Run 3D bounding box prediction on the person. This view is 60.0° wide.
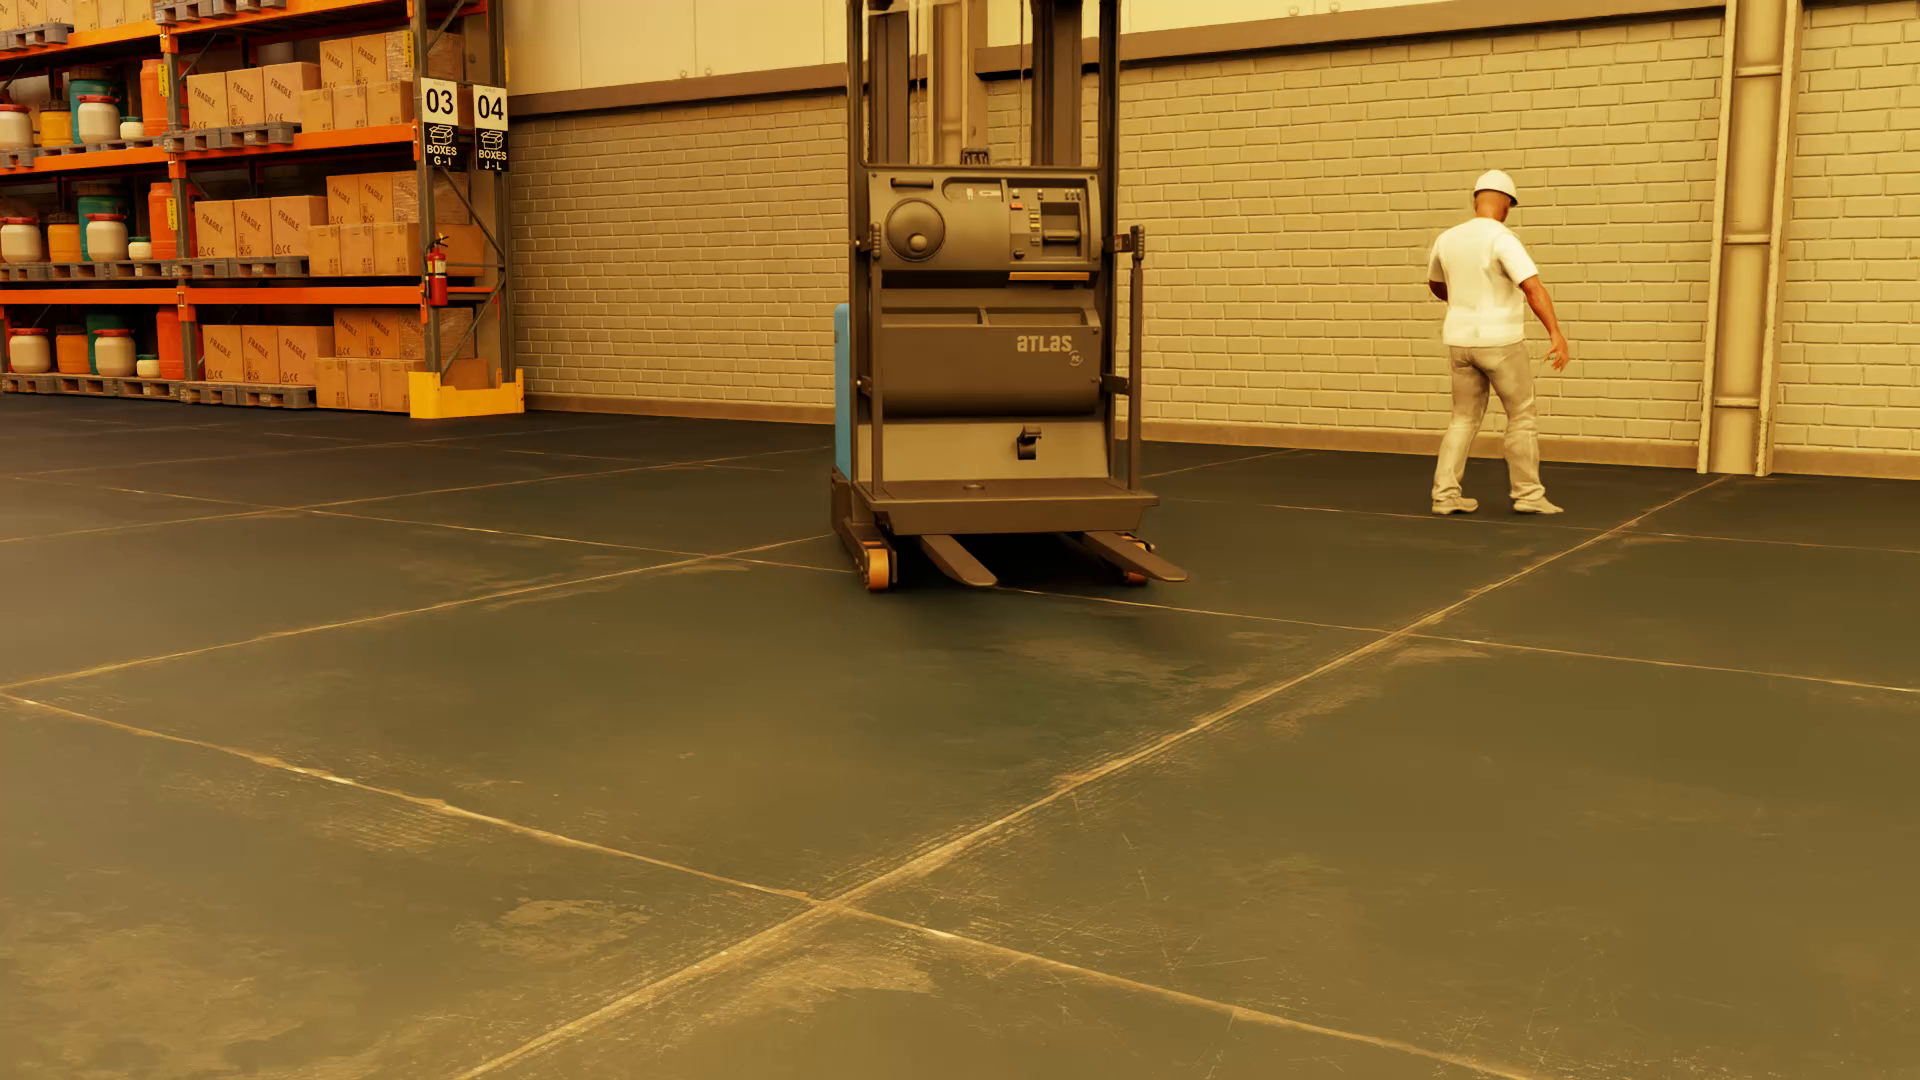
[{"bbox_3d":[2.782,-0.989,8.490,0.707,1.765,1.052,-4,9,-29],"label":"person"}]

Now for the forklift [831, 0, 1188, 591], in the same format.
[{"bbox_3d":[0.136,-1.312,6.418,1.130,2.935,3.031,-1,8,-9],"label":"forklift"}]
